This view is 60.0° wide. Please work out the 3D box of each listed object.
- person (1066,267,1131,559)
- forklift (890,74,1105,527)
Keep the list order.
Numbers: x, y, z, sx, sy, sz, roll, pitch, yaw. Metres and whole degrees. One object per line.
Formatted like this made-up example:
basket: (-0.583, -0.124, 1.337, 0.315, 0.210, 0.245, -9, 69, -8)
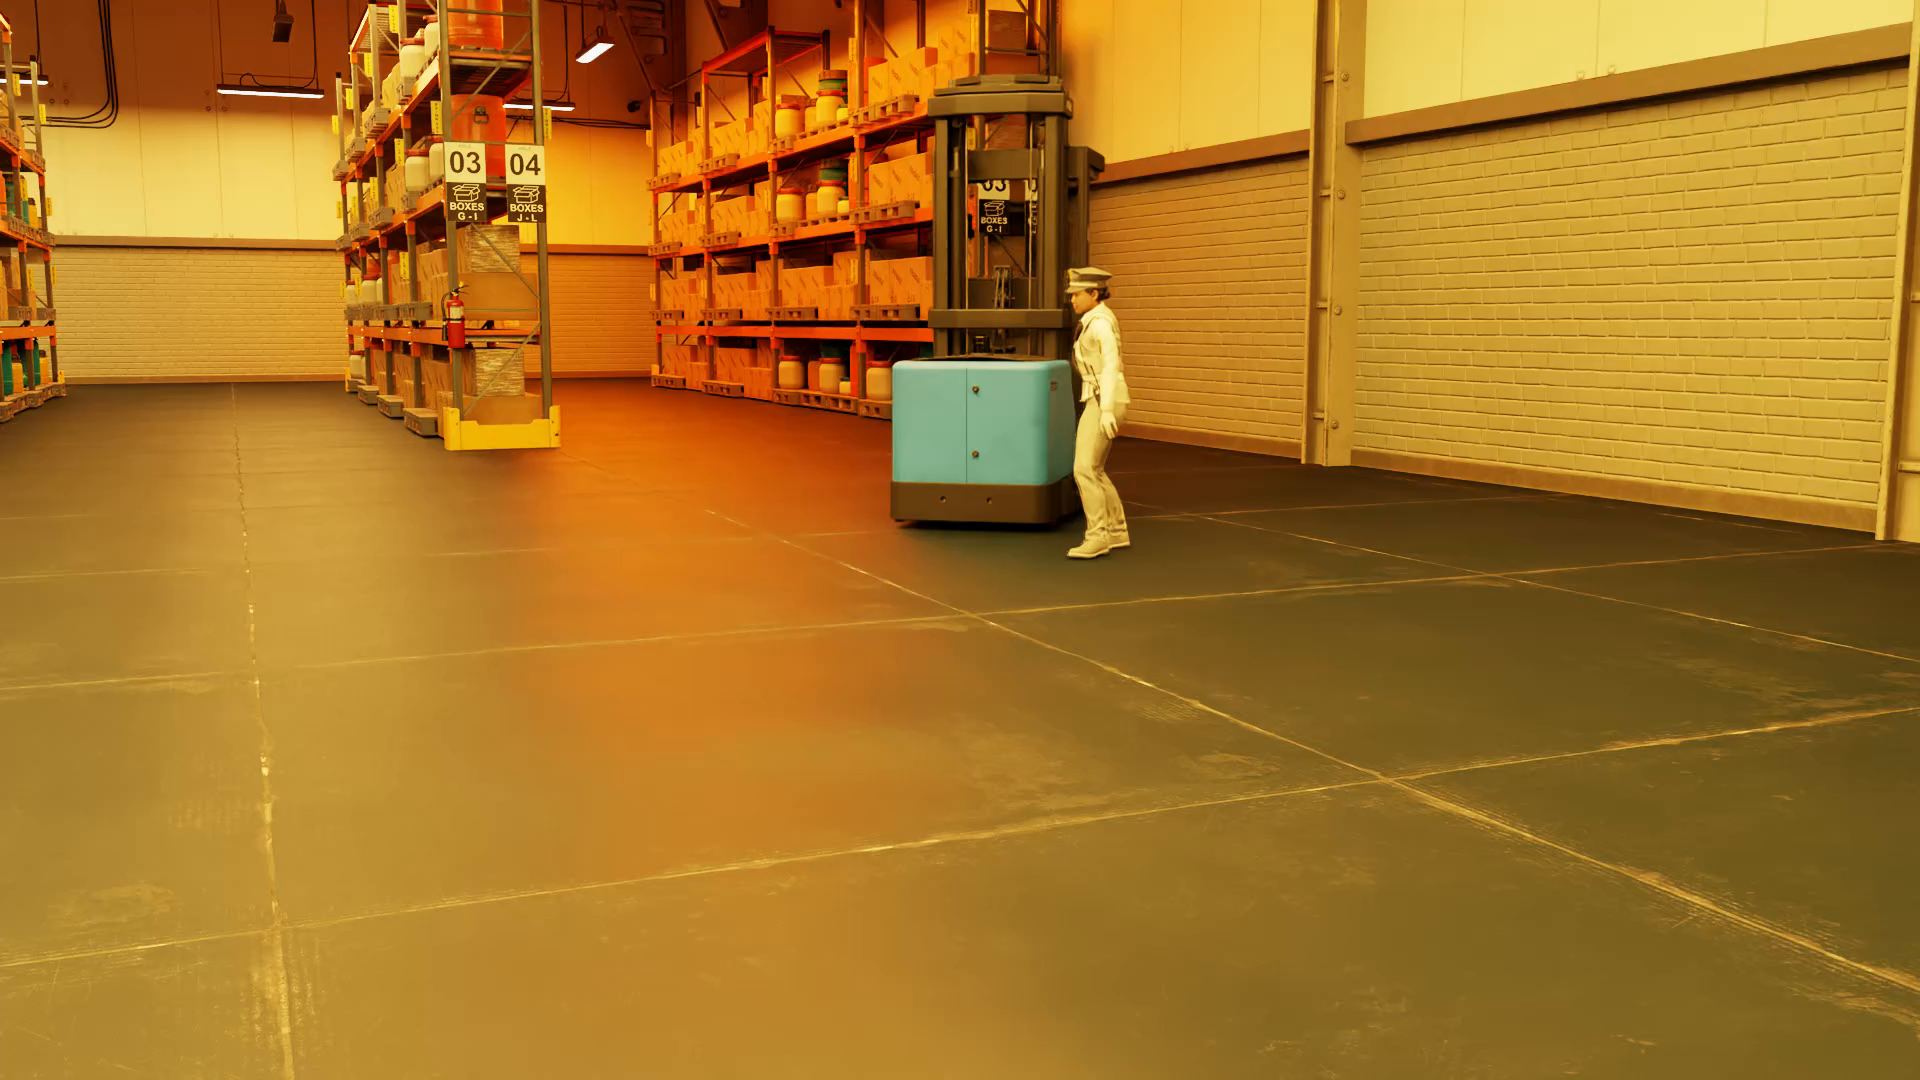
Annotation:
person: (0.799, -0.741, 9.578, 0.389, 1.638, 0.793, 1, 8, 4)
forklift: (0.409, -1.690, 11.759, 1.130, 2.935, 3.031, 2, 8, 14)
